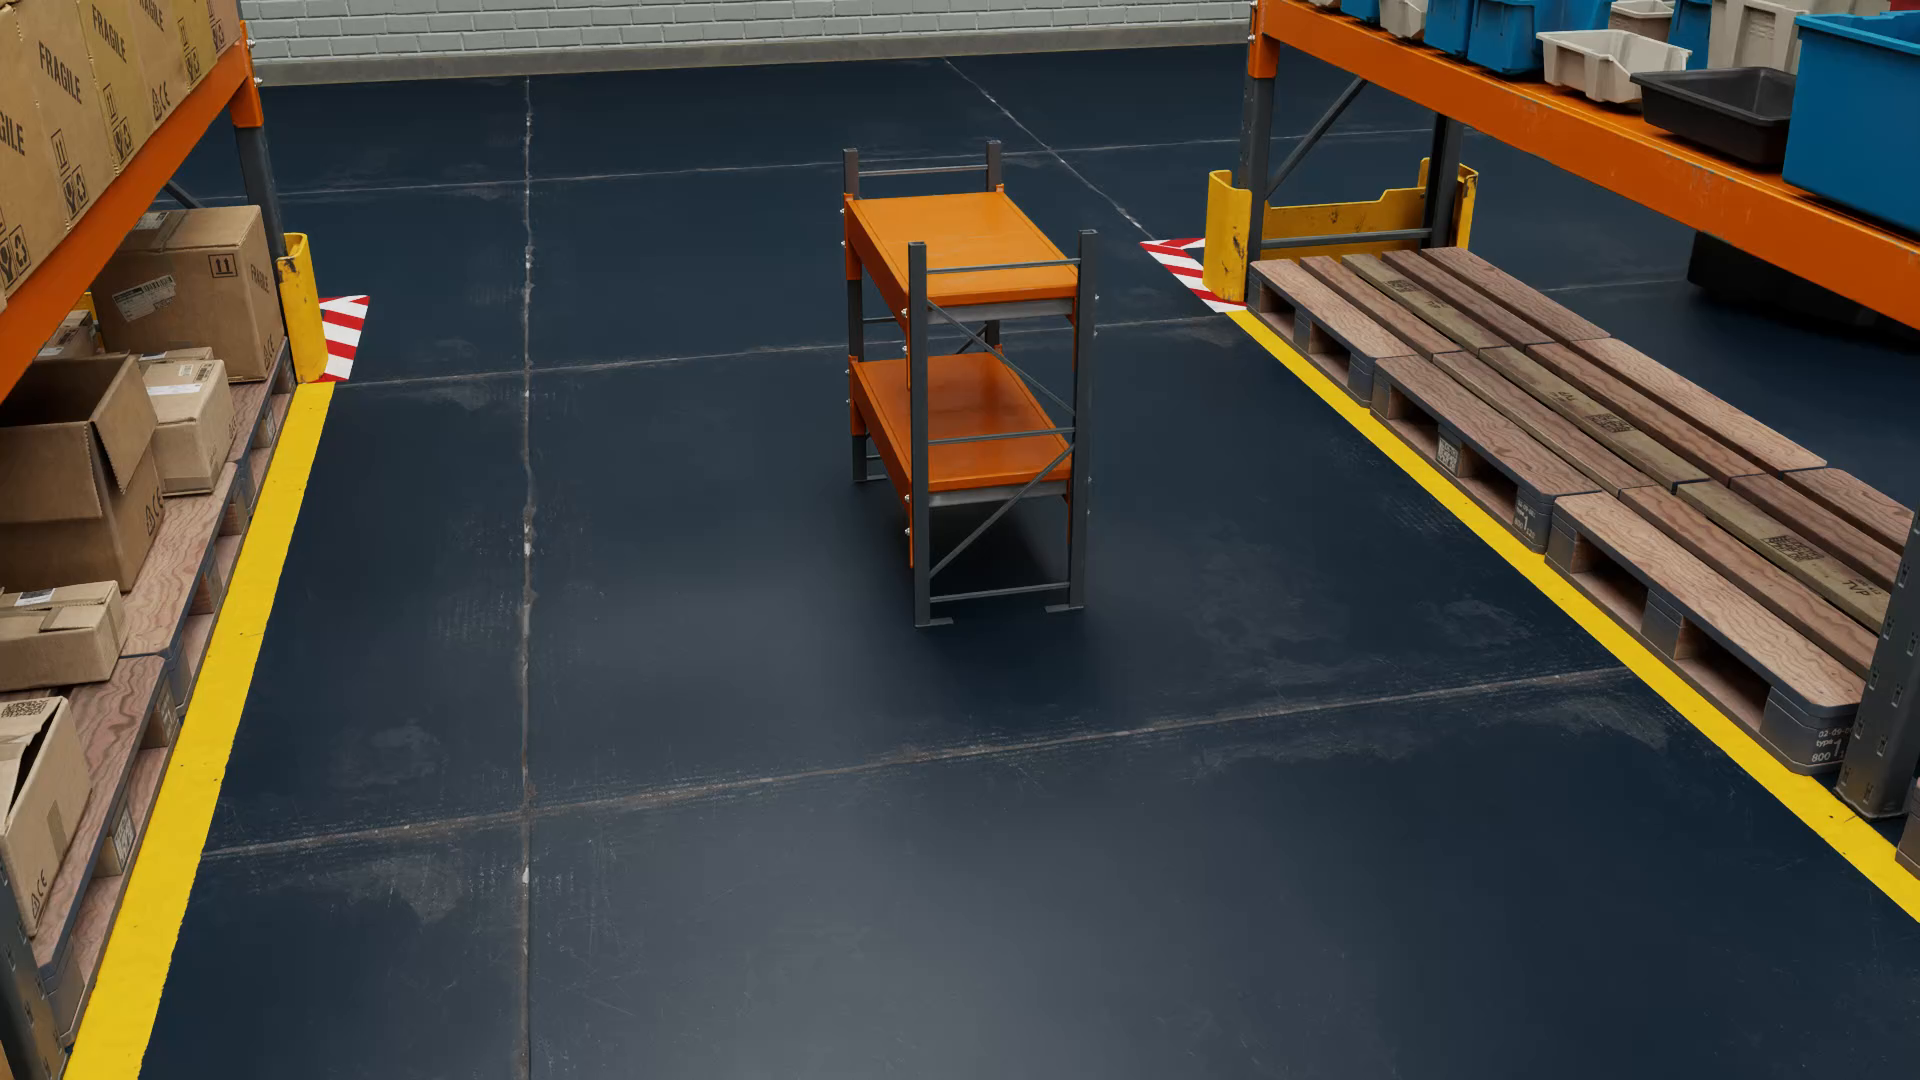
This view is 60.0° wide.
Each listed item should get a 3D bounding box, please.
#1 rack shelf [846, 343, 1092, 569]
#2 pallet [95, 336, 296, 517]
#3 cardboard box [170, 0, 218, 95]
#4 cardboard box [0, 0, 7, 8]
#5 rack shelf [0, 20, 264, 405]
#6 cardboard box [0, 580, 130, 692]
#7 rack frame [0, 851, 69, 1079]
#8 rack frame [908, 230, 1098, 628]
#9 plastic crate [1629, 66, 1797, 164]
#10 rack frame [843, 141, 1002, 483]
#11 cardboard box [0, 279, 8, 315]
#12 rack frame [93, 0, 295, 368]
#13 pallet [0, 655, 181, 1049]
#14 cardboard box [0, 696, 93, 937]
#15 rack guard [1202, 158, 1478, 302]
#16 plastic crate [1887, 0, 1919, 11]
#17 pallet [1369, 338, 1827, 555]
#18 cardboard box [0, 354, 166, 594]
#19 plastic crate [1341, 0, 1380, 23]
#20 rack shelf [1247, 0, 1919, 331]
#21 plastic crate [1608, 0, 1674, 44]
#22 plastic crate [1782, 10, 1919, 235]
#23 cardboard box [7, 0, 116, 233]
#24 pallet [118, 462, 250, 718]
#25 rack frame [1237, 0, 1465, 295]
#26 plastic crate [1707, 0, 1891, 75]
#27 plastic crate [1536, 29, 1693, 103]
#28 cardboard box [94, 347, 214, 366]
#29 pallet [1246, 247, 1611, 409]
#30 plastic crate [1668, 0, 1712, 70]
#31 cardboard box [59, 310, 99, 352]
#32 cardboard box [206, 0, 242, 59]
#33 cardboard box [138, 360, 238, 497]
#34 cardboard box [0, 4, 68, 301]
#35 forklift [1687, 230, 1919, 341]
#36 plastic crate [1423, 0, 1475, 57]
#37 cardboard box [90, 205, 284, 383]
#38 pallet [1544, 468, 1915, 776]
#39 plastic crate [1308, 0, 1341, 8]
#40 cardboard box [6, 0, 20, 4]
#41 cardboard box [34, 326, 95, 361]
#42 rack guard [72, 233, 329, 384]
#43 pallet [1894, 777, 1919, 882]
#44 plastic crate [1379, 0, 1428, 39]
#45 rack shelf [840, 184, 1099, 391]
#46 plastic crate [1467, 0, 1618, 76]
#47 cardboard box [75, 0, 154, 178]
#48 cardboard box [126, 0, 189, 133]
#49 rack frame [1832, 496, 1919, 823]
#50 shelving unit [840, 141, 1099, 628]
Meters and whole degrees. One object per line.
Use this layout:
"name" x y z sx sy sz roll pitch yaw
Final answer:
"rack shelf" -0.002 -0.287 5.113 0.538 0.278 1.000 -6 27 -12
"pallet" -2.914 -0.375 5.759 1.003 0.211 1.213 -6 27 -12
"cardboard box" -2.625 -1.652 5.082 0.500 0.500 0.500 -6 27 -11
"cardboard box" -2.159 -1.200 3.078 0.500 0.500 0.500 -7 28 -13
"rack shelf" -2.661 -0.804 4.313 1.077 0.370 4.000 -6 27 -12
"cardboard box" -2.298 0.236 4.109 0.380 0.166 0.250 -6 27 -12
"rack frame" -2.210 -0.247 2.411 1.000 3.000 0.127 -6 27 -12
"rack frame" 0.113 -0.282 4.560 0.500 1.125 0.032 -6 27 -12
"plastic crate" 2.103 -1.117 4.372 0.437 0.125 0.590 -6 27 -12
"rack frame" -0.116 -0.728 5.445 0.500 1.125 0.032 -6 27 -12
"cardboard box" -2.059 -0.543 2.887 0.500 0.500 0.500 -5 27 -10
"rack frame" -3.111 -2.003 5.890 1.000 3.000 0.127 -6 27 -12
"pallet" -2.364 0.696 3.637 1.003 0.211 1.213 -6 27 -12
"cardboard box" -2.094 0.550 3.326 0.500 0.311 0.500 -6 27 -12
"rack guard" 1.697 -1.398 7.465 1.175 0.500 0.348 -6 27 -12
"plastic crate" 2.660 -1.221 4.204 0.402 0.464 0.583 -6 27 -12
"pallet" 2.135 -0.359 5.728 1.003 0.211 1.213 -6 27 -12
"cardboard box" -2.638 -0.154 4.508 0.797 0.503 0.637 -6 27 -12
"plastic crate" 1.599 -2.026 6.054 0.416 0.233 0.300 -6 27 -12
"rack shelf" 2.166 -1.306 5.306 1.077 0.370 4.000 -6 27 -12
"plastic crate" 2.298 -1.698 5.510 0.298 0.136 0.250 -6 27 -12
"plastic crate" 2.179 -0.939 3.732 0.392 0.384 0.575 -6 27 -12
"cardboard box" -2.288 -0.988 3.767 0.500 0.500 0.500 -6 27 -12
"pallet" -2.642 0.159 4.700 1.003 0.211 1.213 -6 27 -12
"rack frame" 1.715 -2.505 6.883 1.000 3.000 0.127 -6 27 -12
"plastic crate" 2.452 -1.412 4.783 0.437 0.282 0.530 -6 27 -12
"plastic crate" 1.932 -1.392 4.904 0.293 0.136 0.466 -6 27 -12
"cardboard box" -2.745 -0.534 5.636 0.380 0.166 0.250 -6 27 -12
"pallet" 1.863 -0.894 6.787 1.003 0.211 1.213 -6 27 -12
"plastic crate" 2.428 -1.581 5.173 0.416 0.233 0.300 -6 27 -12
"cardboard box" -3.352 -0.708 6.000 0.380 0.149 0.250 -6 27 -12
"cardboard box" -2.745 -1.879 5.533 0.500 0.500 0.500 -5 27 -10
"cardboard box" -2.564 -0.338 5.155 0.500 0.250 0.500 -6 27 -12
"cardboard box" -2.178 -0.768 3.331 0.500 0.500 0.500 -5 27 -11
"forklift" 4.589 -2.048 6.055 1.130 2.935 3.031 -22 34 -37
"plastic crate" 1.747 -1.737 5.482 0.416 0.233 0.300 -6 27 -12
"cardboard box" -2.749 -0.870 5.931 0.500 0.500 0.500 -6 27 -12
"pallet" 2.413 0.177 4.665 1.003 0.211 1.213 -6 27 -12
"plastic crate" 1.442 -2.123 6.353 0.250 0.136 0.298 -6 27 -12
"cardboard box" -2.274 -1.426 3.526 0.500 0.500 0.500 -7 28 -13
"cardboard box" -3.153 -0.485 5.446 0.500 0.250 0.500 -6 27 -12
"rack guard" -3.094 -0.854 6.387 1.175 0.500 0.348 -6 27 -12
"pallet" 2.750 0.839 3.353 1.003 0.211 1.213 -6 27 -12
"plastic crate" 1.595 -1.825 5.763 0.250 0.136 0.298 -6 27 -12
"rack shelf" -0.002 -0.766 4.871 0.538 0.278 1.000 -6 27 -12
"plastic crate" 1.815 -1.605 5.220 0.416 0.233 0.300 -6 27 -12
"cardboard box" -2.404 -1.211 4.209 0.500 0.500 0.500 -6 27 -12
"cardboard box" -2.518 -1.432 4.647 0.500 0.500 0.500 -6 27 -11
"rack frame" 2.617 -0.749 3.404 1.000 3.000 0.127 -6 27 -12
"shelving unit" -0.002 -0.505 5.002 0.538 1.125 1.048 -6 27 -12
